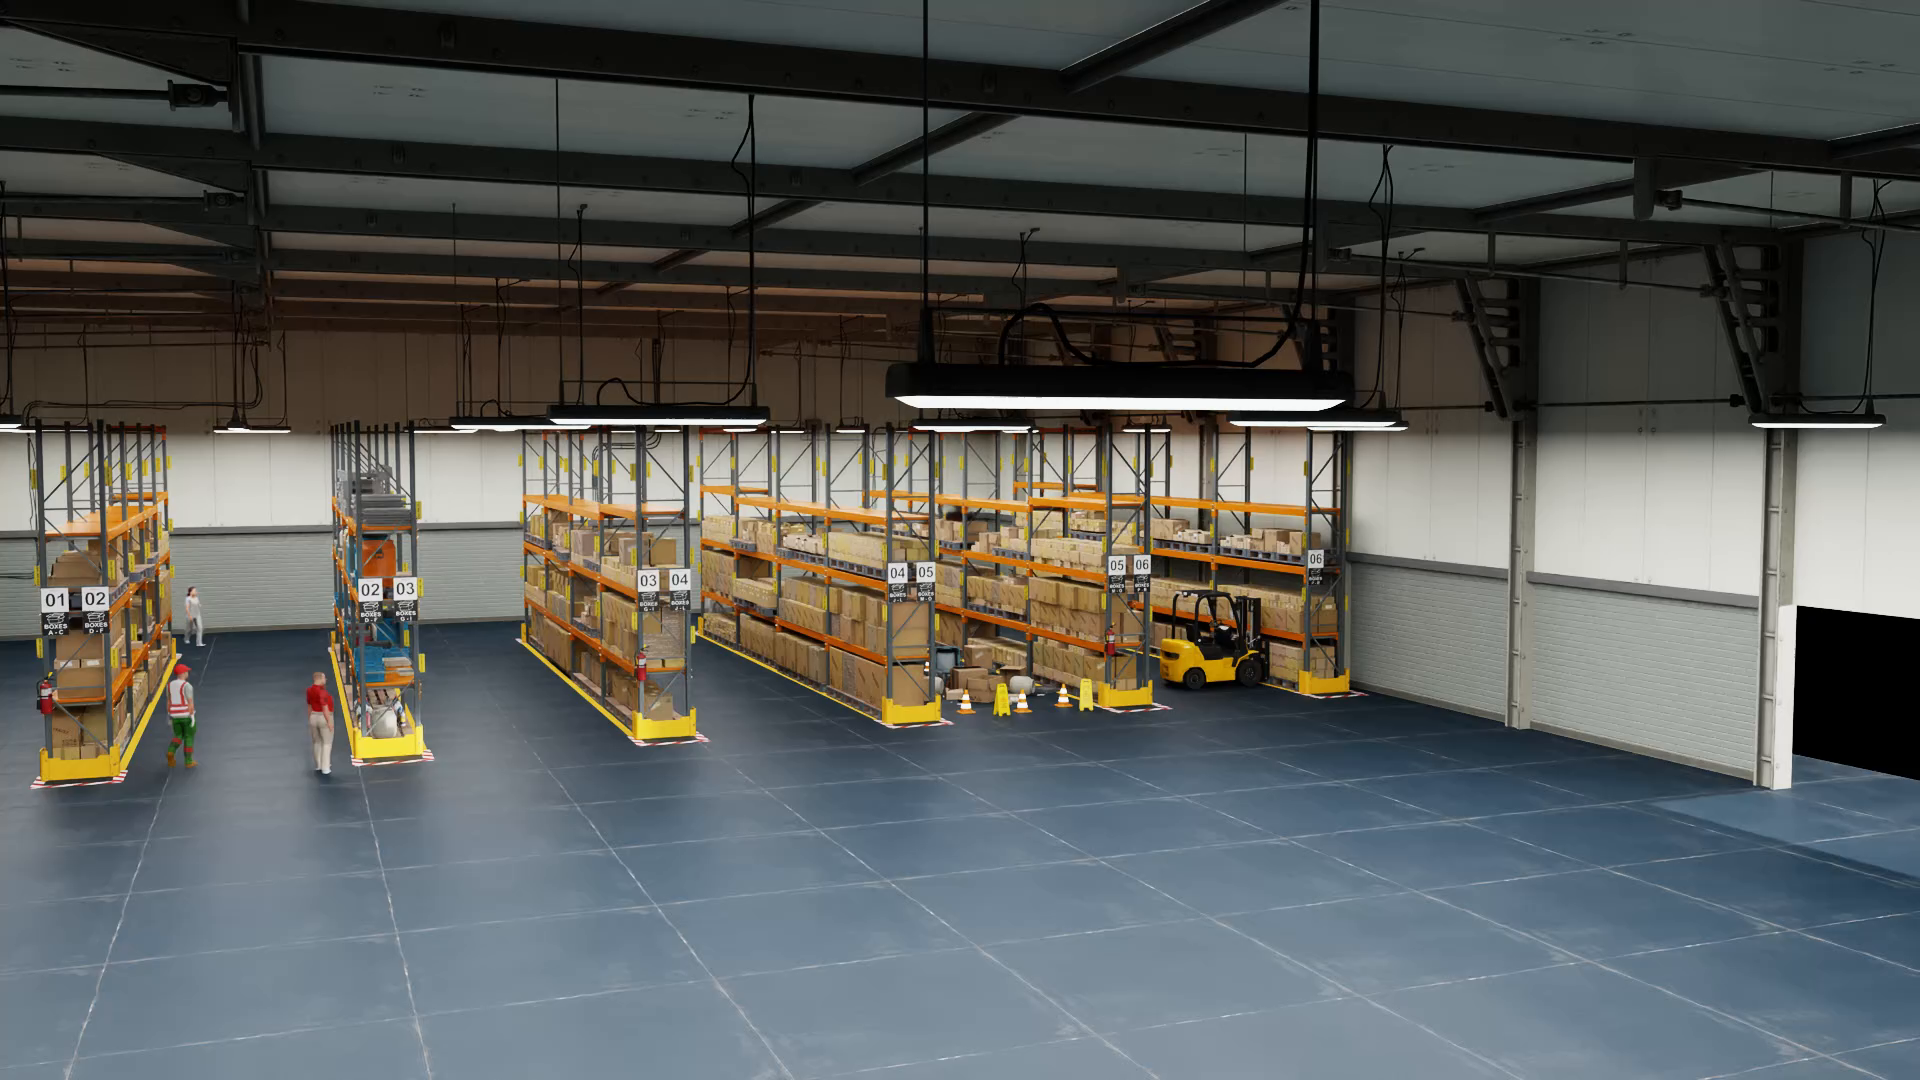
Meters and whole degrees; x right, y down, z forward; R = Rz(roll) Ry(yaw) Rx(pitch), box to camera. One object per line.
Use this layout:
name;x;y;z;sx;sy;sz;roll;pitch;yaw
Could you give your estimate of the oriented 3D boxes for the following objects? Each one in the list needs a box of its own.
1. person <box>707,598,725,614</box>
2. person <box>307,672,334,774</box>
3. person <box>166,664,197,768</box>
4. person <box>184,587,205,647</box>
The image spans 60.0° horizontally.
person;-7.240;1.832;49.266;0.550;1.737;0.377;0;4;5
person;-10.847;3.091;28.392;0.550;1.720;0.569;1;4;19
person;-13.414;3.033;28.609;0.575;1.786;0.599;1;4;9
person;-20.862;2.085;45.212;0.427;1.629;0.925;-3;5;-41
